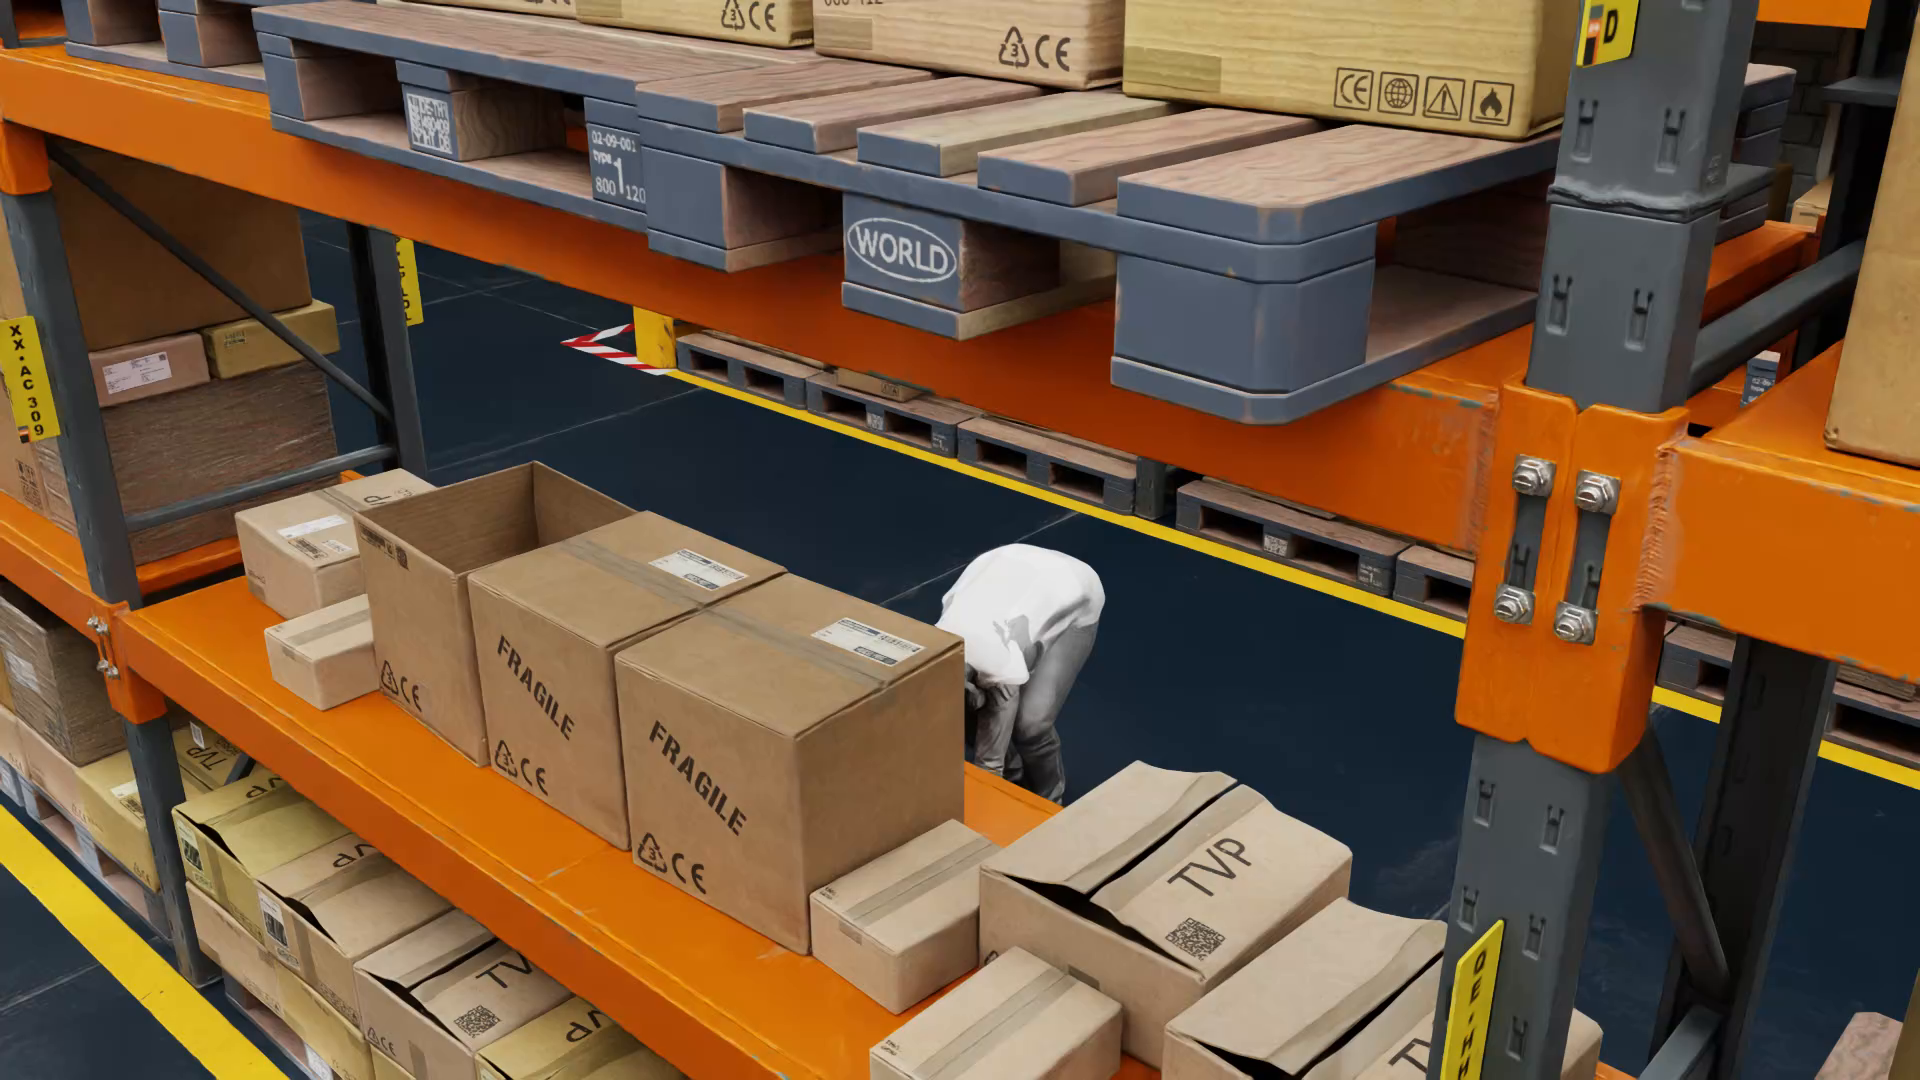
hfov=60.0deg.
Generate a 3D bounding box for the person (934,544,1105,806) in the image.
[{"bbox_3d":[0.091,0.564,5.759,0.495,0.988,0.996,18,30,35],"label":"person"}]
